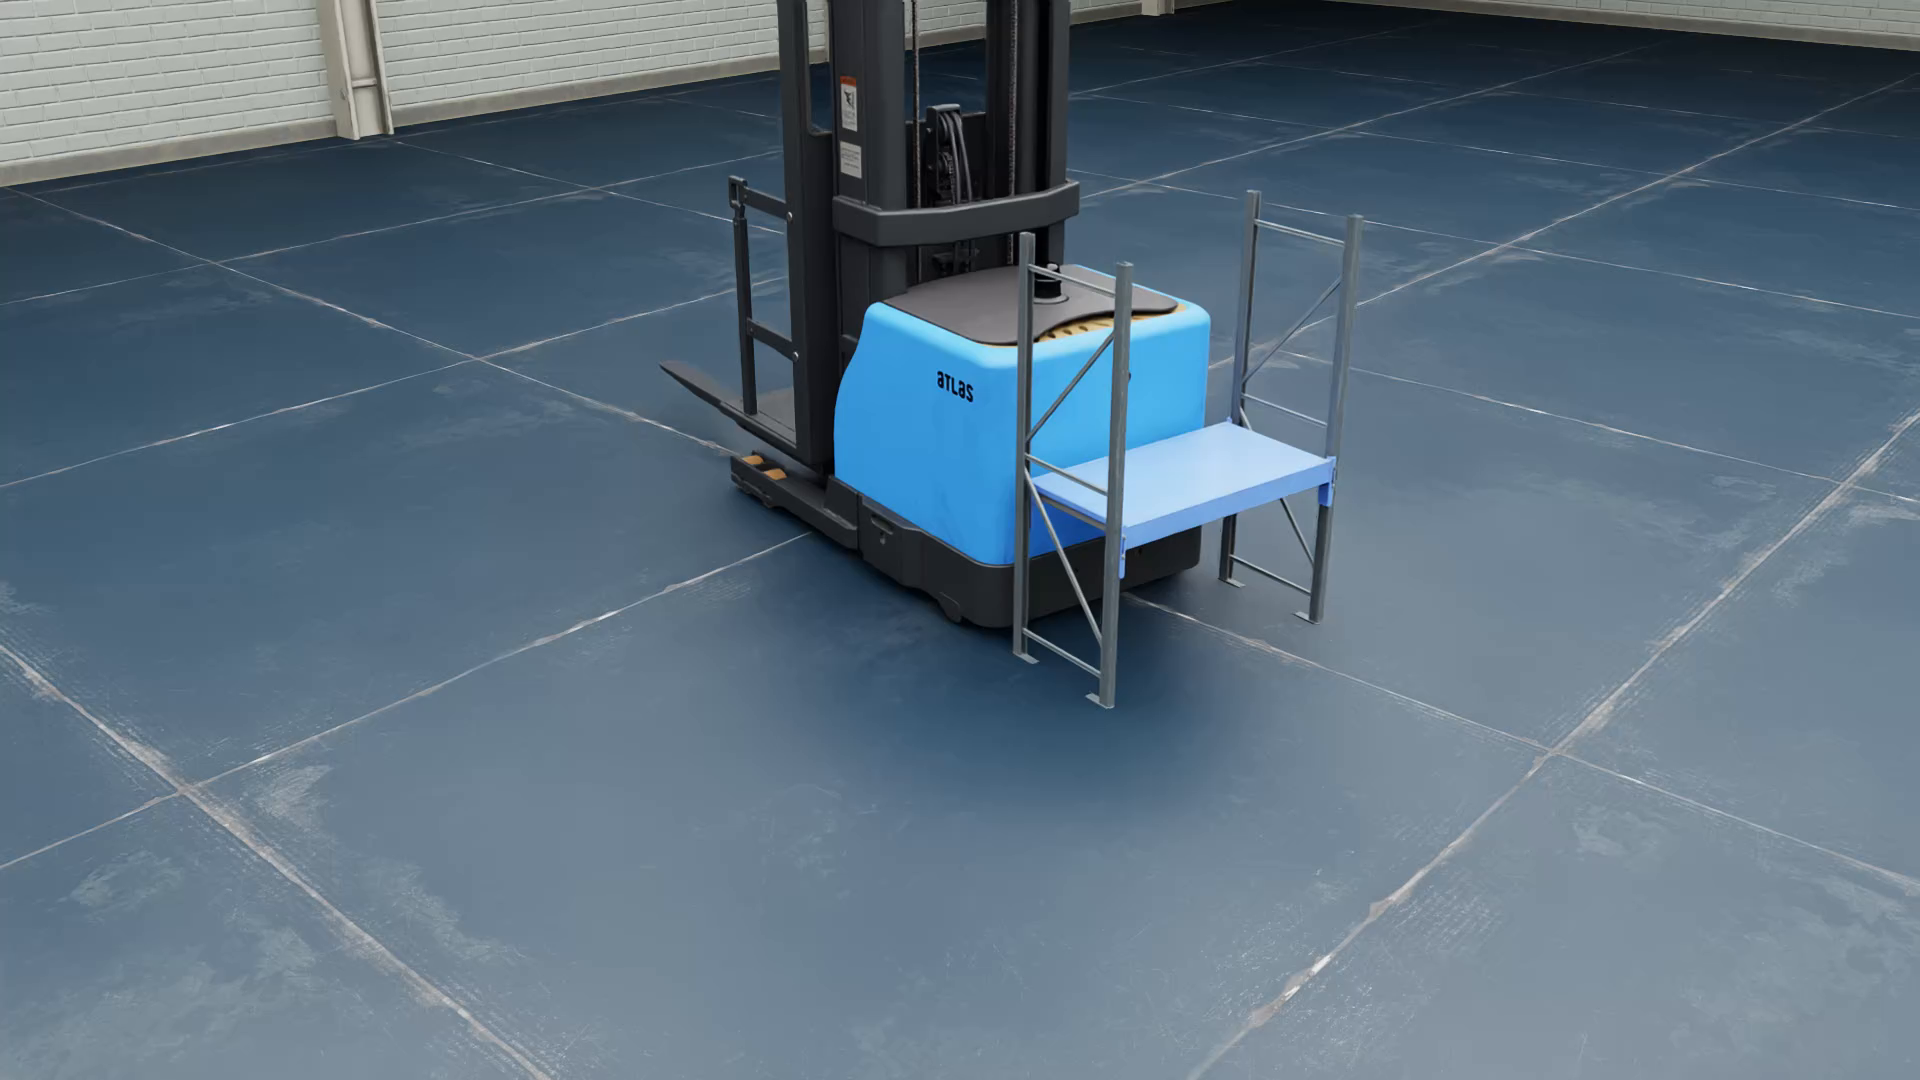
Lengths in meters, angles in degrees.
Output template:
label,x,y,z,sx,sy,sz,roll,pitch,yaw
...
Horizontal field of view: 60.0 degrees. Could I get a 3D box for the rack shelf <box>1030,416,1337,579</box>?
label,x,y,z,sx,sy,sz,roll,pitch,yaw
rack shelf,0.754,-0.166,5.727,1.000,0.185,0.538,-17,29,-33

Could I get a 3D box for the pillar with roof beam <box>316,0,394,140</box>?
label,x,y,z,sx,sy,sz,roll,pitch,yaw
pillar with roof beam,-2.085,-6.539,10.336,9.100,9.000,0.400,20,31,38

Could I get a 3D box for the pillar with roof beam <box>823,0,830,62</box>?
label,x,y,z,sx,sy,sz,roll,pitch,yaw
pillar with roof beam,1.920,-8.367,14.413,9.100,9.000,0.400,20,31,38

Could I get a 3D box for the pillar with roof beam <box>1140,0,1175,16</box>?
label,x,y,z,sx,sy,sz,roll,pitch,yaw
pillar with roof beam,5.924,-10.195,18.490,9.100,9.000,0.400,20,31,38

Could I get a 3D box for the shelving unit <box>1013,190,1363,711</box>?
label,x,y,z,sx,sy,sz,roll,pitch,yaw
shelving unit,0.754,-0.330,5.653,1.048,1.500,0.538,-17,29,-33

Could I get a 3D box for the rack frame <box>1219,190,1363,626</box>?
label,x,y,z,sx,sy,sz,roll,pitch,yaw
rack frame,1.160,-0.455,5.932,0.032,1.500,0.500,-17,29,-33

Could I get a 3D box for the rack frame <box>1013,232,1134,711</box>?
label,x,y,z,sx,sy,sz,roll,pitch,yaw
rack frame,0.349,-0.205,5.374,0.032,1.500,0.500,-17,29,-33

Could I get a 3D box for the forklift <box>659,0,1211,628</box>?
label,x,y,z,sx,sy,sz,roll,pitch,yaw
forklift,-0.333,-1.573,6.677,1.130,2.935,3.031,-16,29,-32
